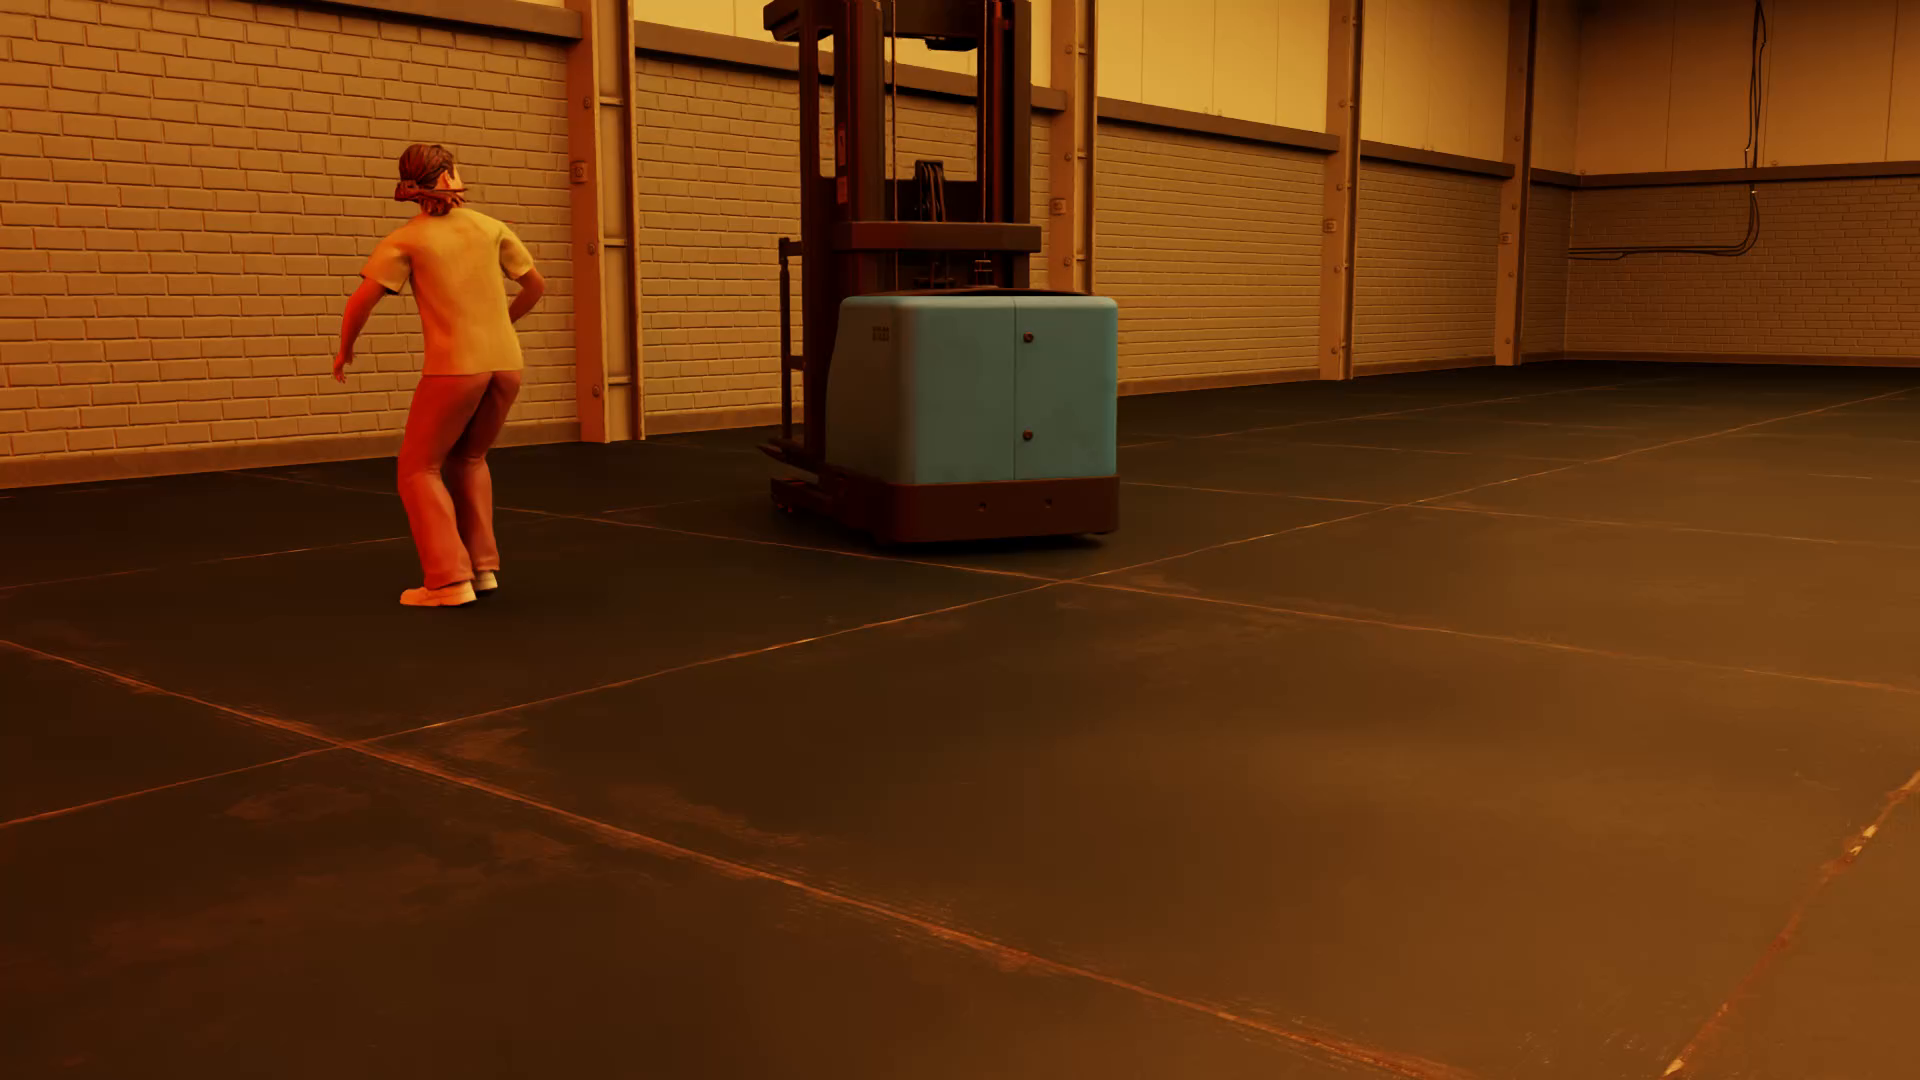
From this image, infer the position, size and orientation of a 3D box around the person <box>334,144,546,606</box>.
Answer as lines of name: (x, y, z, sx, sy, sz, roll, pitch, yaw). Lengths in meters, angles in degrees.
person: (-1.830, -0.577, 5.894, 0.692, 1.618, 0.488, -8, 12, -44)

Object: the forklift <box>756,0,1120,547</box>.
forklift: (-0.316, -1.595, 8.181, 1.130, 2.935, 3.031, -3, 9, -21)
